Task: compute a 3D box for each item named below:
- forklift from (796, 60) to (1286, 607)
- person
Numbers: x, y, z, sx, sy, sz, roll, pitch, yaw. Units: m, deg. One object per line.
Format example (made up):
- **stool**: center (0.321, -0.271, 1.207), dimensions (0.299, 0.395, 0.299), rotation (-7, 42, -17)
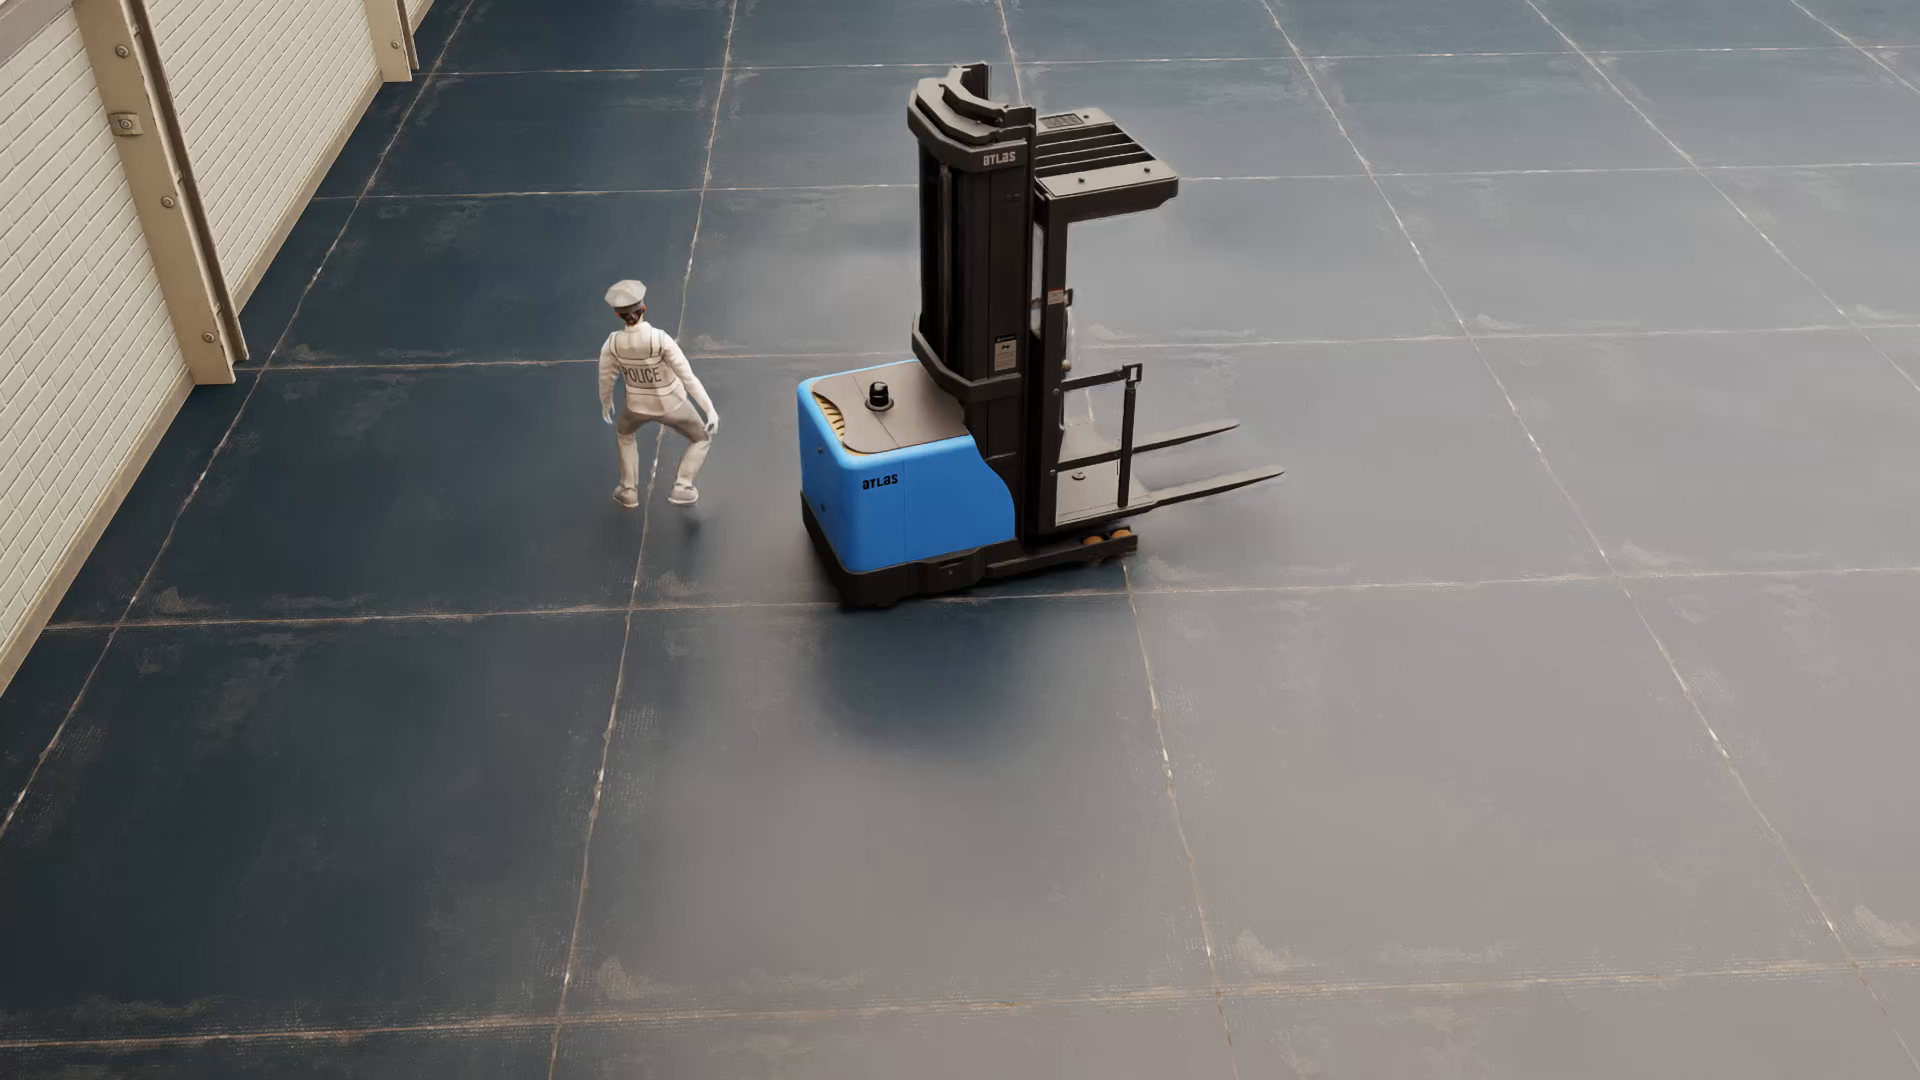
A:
- **forklift**: center (0.571, -1.320, 9.823), dimensions (3.031, 2.935, 1.130), rotation (-13, 38, -17)
- **person**: center (-1.852, -0.842, 10.200), dimensions (0.796, 1.521, 0.513), rotation (8, 37, 11)
